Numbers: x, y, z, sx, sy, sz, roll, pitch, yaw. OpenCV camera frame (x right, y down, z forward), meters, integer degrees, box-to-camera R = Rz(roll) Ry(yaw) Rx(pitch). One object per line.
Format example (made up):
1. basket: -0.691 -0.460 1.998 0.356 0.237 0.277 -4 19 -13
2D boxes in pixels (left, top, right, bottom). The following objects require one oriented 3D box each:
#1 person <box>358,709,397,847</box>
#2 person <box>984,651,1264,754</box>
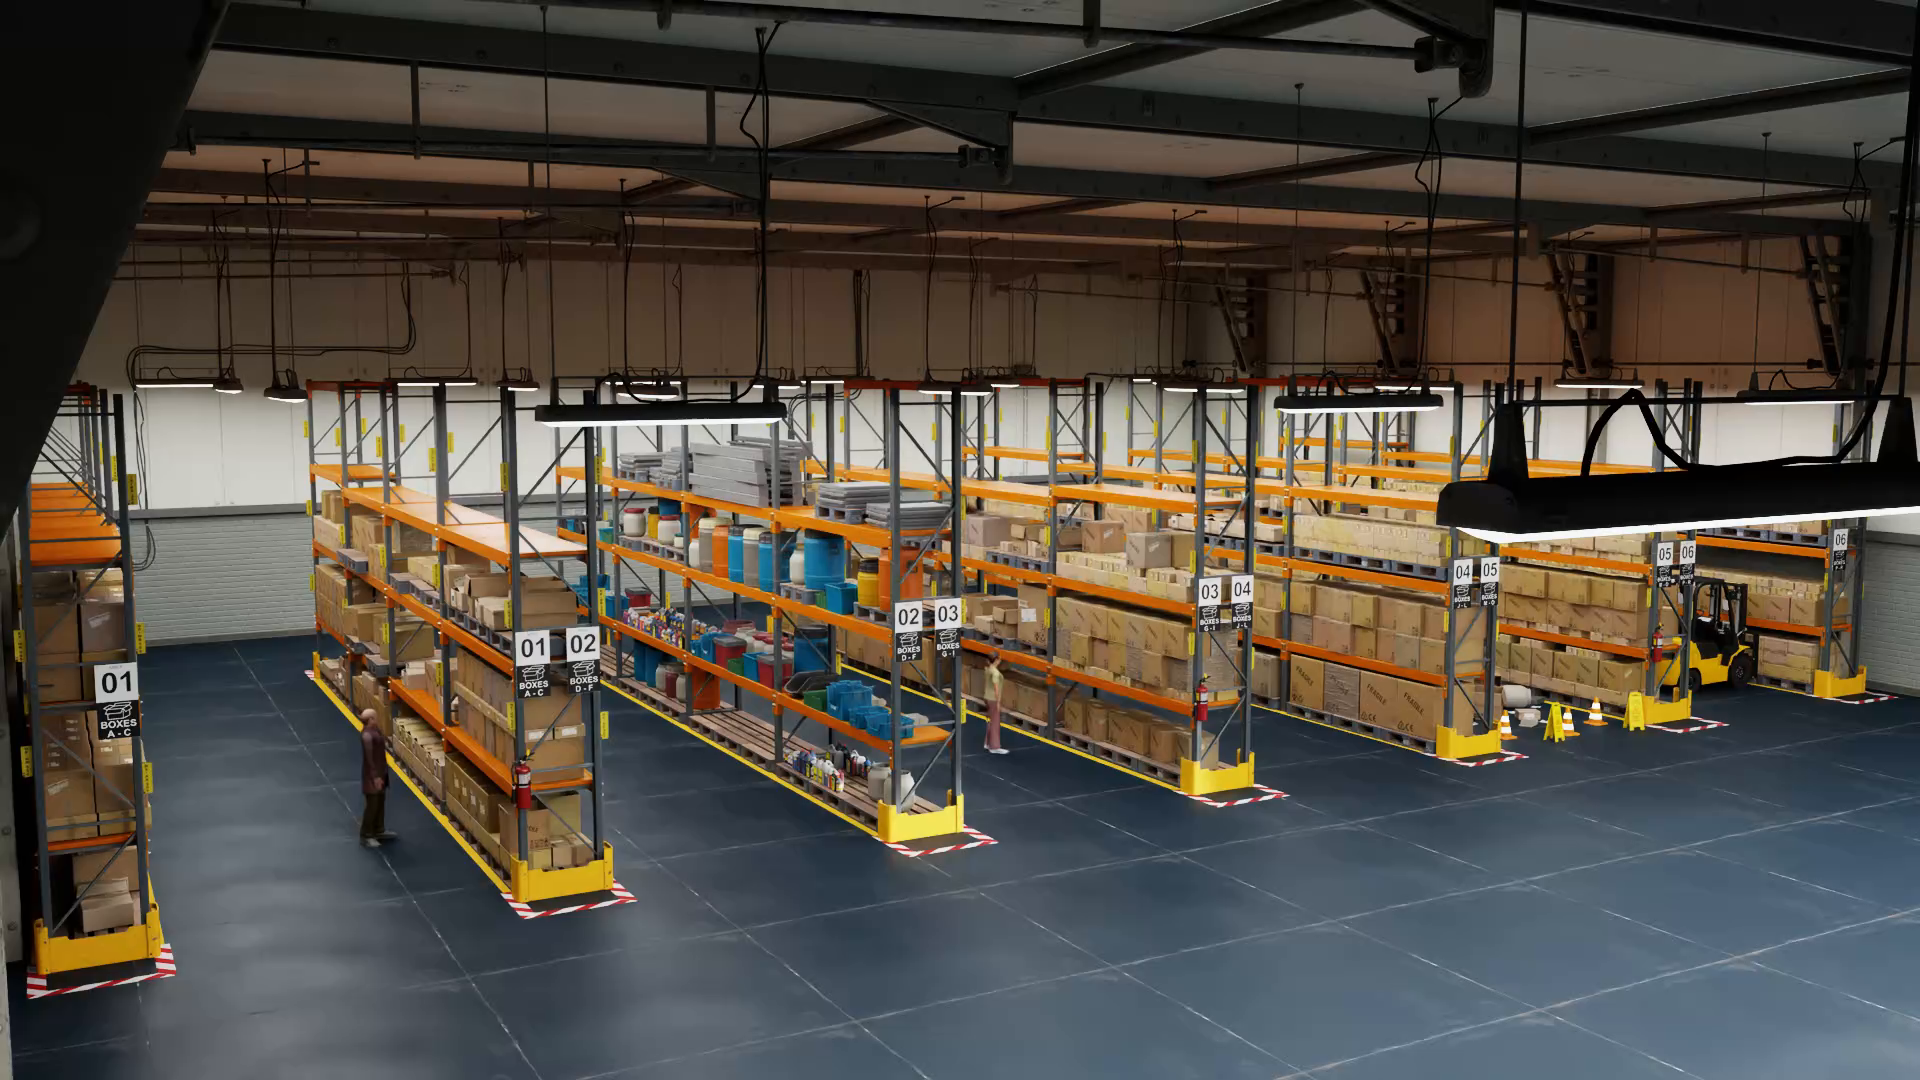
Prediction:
1. person: -7.739 3.123 22.036 0.446 1.809 0.646 0 6 -2
2. person: 2.445 2.296 30.523 6.205 1.748 5.854 -2 6 -19
